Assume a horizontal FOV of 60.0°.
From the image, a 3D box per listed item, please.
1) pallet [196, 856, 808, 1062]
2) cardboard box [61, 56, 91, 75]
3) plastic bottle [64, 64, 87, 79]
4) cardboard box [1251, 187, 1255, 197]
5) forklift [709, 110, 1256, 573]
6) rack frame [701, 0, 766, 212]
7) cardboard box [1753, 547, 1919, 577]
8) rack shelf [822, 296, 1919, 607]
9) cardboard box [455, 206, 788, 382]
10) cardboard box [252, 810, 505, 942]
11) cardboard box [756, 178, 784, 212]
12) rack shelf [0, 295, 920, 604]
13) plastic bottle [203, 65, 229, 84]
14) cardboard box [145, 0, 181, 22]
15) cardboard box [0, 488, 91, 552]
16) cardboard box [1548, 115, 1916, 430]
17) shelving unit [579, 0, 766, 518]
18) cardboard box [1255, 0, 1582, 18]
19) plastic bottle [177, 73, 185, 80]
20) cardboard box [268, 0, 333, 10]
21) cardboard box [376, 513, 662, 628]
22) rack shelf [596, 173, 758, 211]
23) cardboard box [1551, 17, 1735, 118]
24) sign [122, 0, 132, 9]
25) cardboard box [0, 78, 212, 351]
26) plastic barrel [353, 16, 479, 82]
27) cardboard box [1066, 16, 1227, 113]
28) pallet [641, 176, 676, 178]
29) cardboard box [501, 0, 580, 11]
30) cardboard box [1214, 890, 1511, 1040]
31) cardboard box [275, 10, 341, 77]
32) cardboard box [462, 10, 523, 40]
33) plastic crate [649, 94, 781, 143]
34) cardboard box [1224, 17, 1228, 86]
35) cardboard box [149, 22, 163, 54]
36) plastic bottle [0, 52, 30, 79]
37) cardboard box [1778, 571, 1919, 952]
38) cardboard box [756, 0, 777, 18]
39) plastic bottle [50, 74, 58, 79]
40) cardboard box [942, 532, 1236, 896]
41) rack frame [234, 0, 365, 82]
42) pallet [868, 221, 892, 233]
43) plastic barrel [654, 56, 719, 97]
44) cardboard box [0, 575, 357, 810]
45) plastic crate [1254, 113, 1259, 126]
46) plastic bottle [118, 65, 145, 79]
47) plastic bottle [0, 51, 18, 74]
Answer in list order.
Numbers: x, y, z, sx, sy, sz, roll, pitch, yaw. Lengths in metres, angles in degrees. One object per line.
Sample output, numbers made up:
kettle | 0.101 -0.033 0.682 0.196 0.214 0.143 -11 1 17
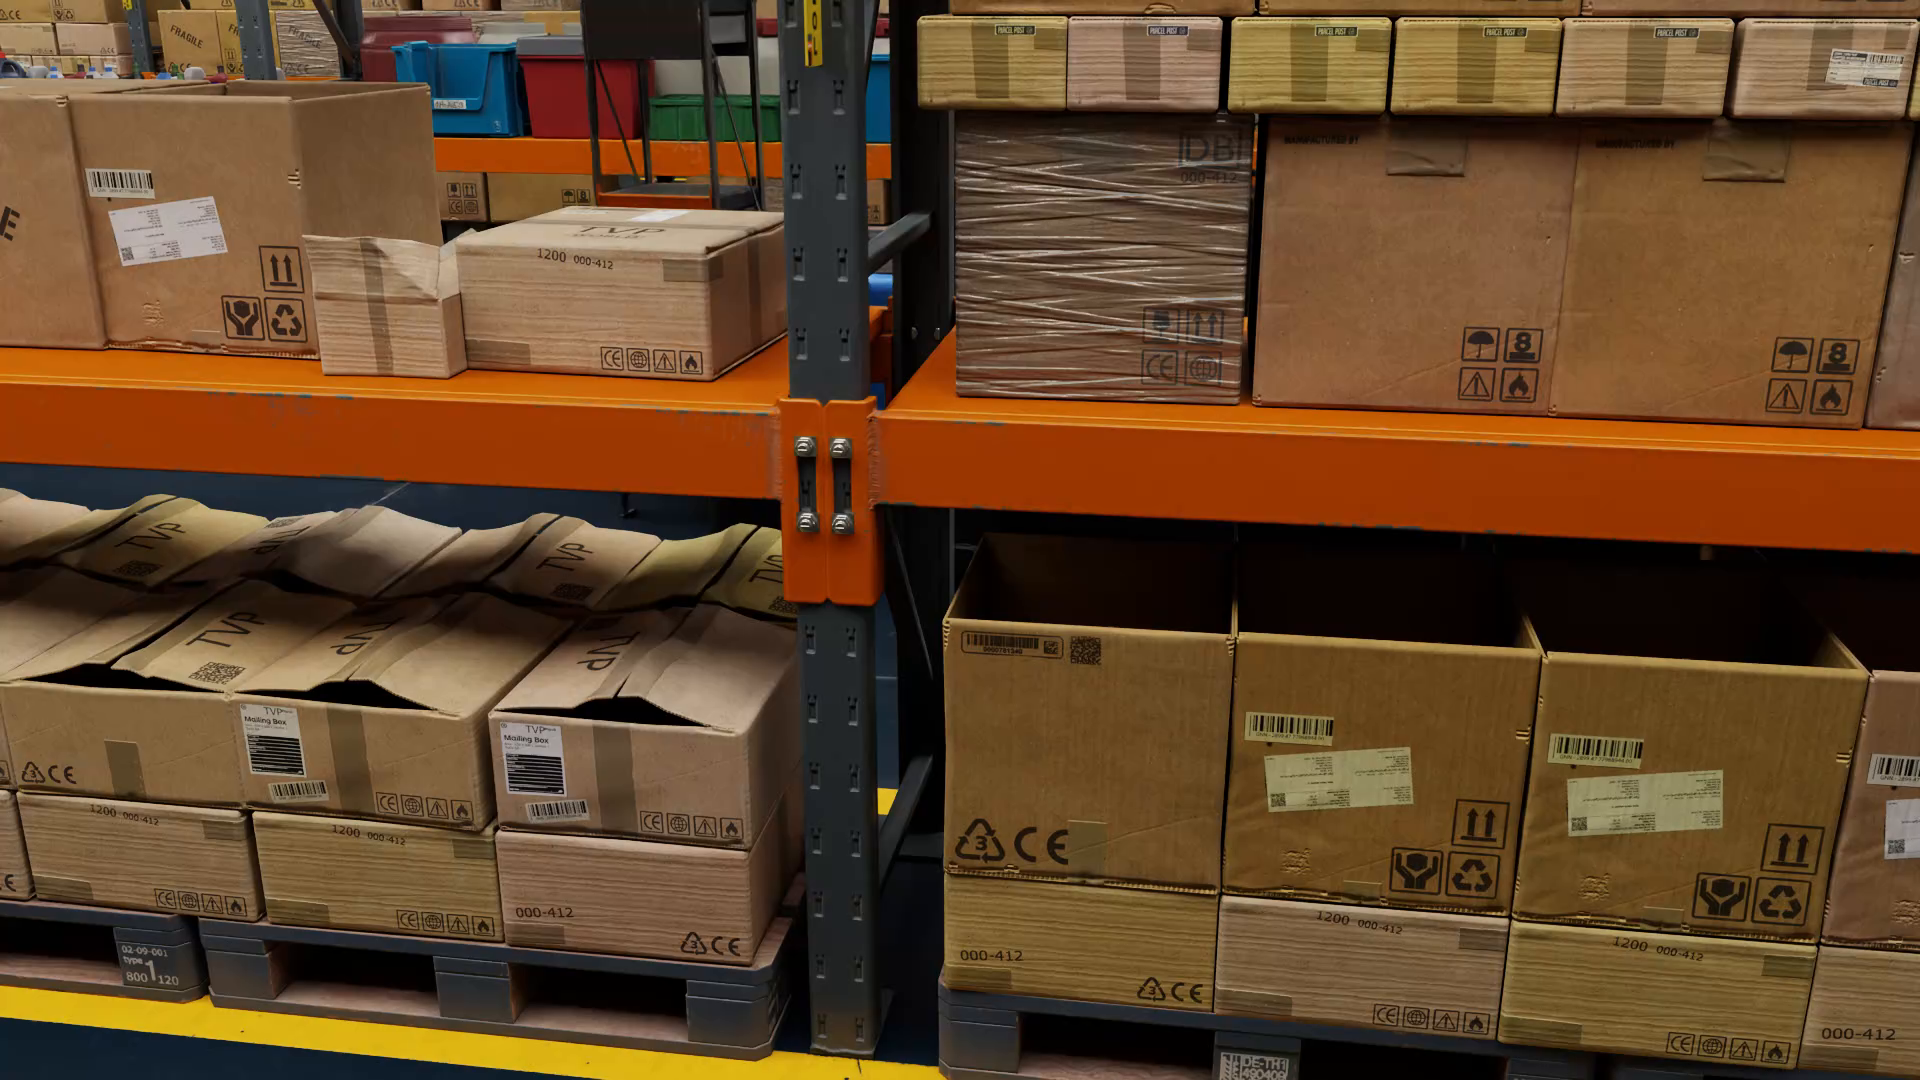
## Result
pallet | -0.887 0.735 3.775 1.213 0.211 1.003 3 19 9
cardboard box | -7.085 -3.875 13.554 0.250 0.149 0.380 3 19 10
plastic bottle | -4.823 -2.456 9.100 0.133 0.283 0.061 3 19 9
cardboard box | 2.377 -2.621 12.686 0.500 0.500 0.500 9 21 26
forklift | 0.660 -1.329 5.656 3.031 2.935 1.130 5 19 16
rack frame | -0.819 -1.099 6.251 0.015 2.100 0.400 6 19 19
cardboard box | 1.821 0.215 3.424 0.500 0.500 0.500 3 19 9
rack shelf | 1.821 -0.121 3.071 4.000 0.370 1.077 3 19 9
cardboard box | -0.646 -0.503 3.315 0.500 0.250 0.500 4 19 12
cardboard box | -1.108 0.586 3.496 0.500 0.250 0.500 3 19 8
cardboard box | -1.313 -2.839 13.308 0.500 0.500 0.700 1 19 4
rack shelf | -2.128 -0.322 3.673 4.000 0.370 1.077 3 19 9
plastic bottle | -4.007 -2.414 8.975 0.133 0.283 0.061 3 19 9
cardboard box | -6.909 -4.599 13.905 0.500 0.500 0.500 3 19 9
cardboard box | -2.534 0.074 4.141 0.500 0.311 0.500 3 19 8
cardboard box | 1.302 -0.539 3.029 0.500 0.500 0.700 3 19 9
shelving unit | -1.048 -1.122 6.332 0.503 2.100 0.431 6 19 19
cardboard box | 0.785 -1.180 2.901 0.500 0.500 0.700 3 19 9
plastic bottle | -3.780 -2.147 8.177 0.133 0.283 0.061 3 19 9
cardboard box | -5.169 -4.524 13.359 0.637 0.503 0.797 3 19 9
cardboard box | -1.015 0.150 3.914 0.500 0.311 0.500 3 19 8
rack shelf | -1.048 -1.109 6.336 0.480 0.518 0.431 6 19 19
cardboard box | 1.090 -0.793 2.765 0.250 0.149 0.380 2 19 7
sign | -6.564 -4.343 13.066 0.005 0.325 0.100 3 19 9
cardboard box | -1.924 -0.706 3.527 0.500 0.500 0.500 3 19 9
plastic barrel | -2.807 -2.452 8.689 0.708 0.536 0.600 3 19 9
cardboard box | 0.329 -0.831 2.880 0.250 0.149 0.380 3 19 9
pallet | -3.614 -4.196 18.511 1.213 0.211 1.003 3 19 9
cardboard box | -3.247 -4.433 13.085 0.637 0.503 0.797 4 19 11
cardboard box | 0.749 0.687 3.194 0.500 0.250 0.500 3 19 9
cardboard box | -5.072 -3.964 13.267 0.500 0.500 0.500 2 19 7
cardboard box | -3.546 -3.889 13.041 0.500 0.500 0.500 3 19 8
plastic crate | -1.128 -2.013 7.927 0.662 0.188 0.450 3 19 9
cardboard box | 0.393 -0.958 3.260 0.250 0.149 0.380 3 19 7
cardboard box | -6.899 -4.244 14.029 0.500 0.250 0.500 3 19 8
plastic bottle | -5.107 -2.440 8.946 0.185 0.351 0.144 3 19 9
cardboard box | 1.736 0.383 2.922 0.500 0.500 0.500 3 19 9
cardboard box | -1.421 -4.103 13.018 0.500 0.500 0.700 6 19 17
plastic bottle | -4.504 -2.184 8.307 0.097 0.271 0.097 0 18 0
cardboard box | 0.255 0.308 3.146 0.500 0.500 0.500 3 19 9
rack frame | -3.313 -2.316 8.497 0.127 3.000 1.000 3 19 9
pallet | -0.555 -2.443 13.272 1.213 0.211 1.003 3 19 9
plastic barrel | -1.425 -2.354 8.398 0.433 0.535 0.433 0 18 0
cardboard box | -1.606 0.295 3.481 0.500 0.311 0.500 3 19 8
plastic crate | 1.133 -2.019 7.707 0.504 0.338 0.767 3 19 9
plastic bottle | -4.499 -2.439 9.050 0.133 0.283 0.061 3 19 9
plastic bottle | -5.216 -2.495 9.109 0.185 0.351 0.144 3 19 9
